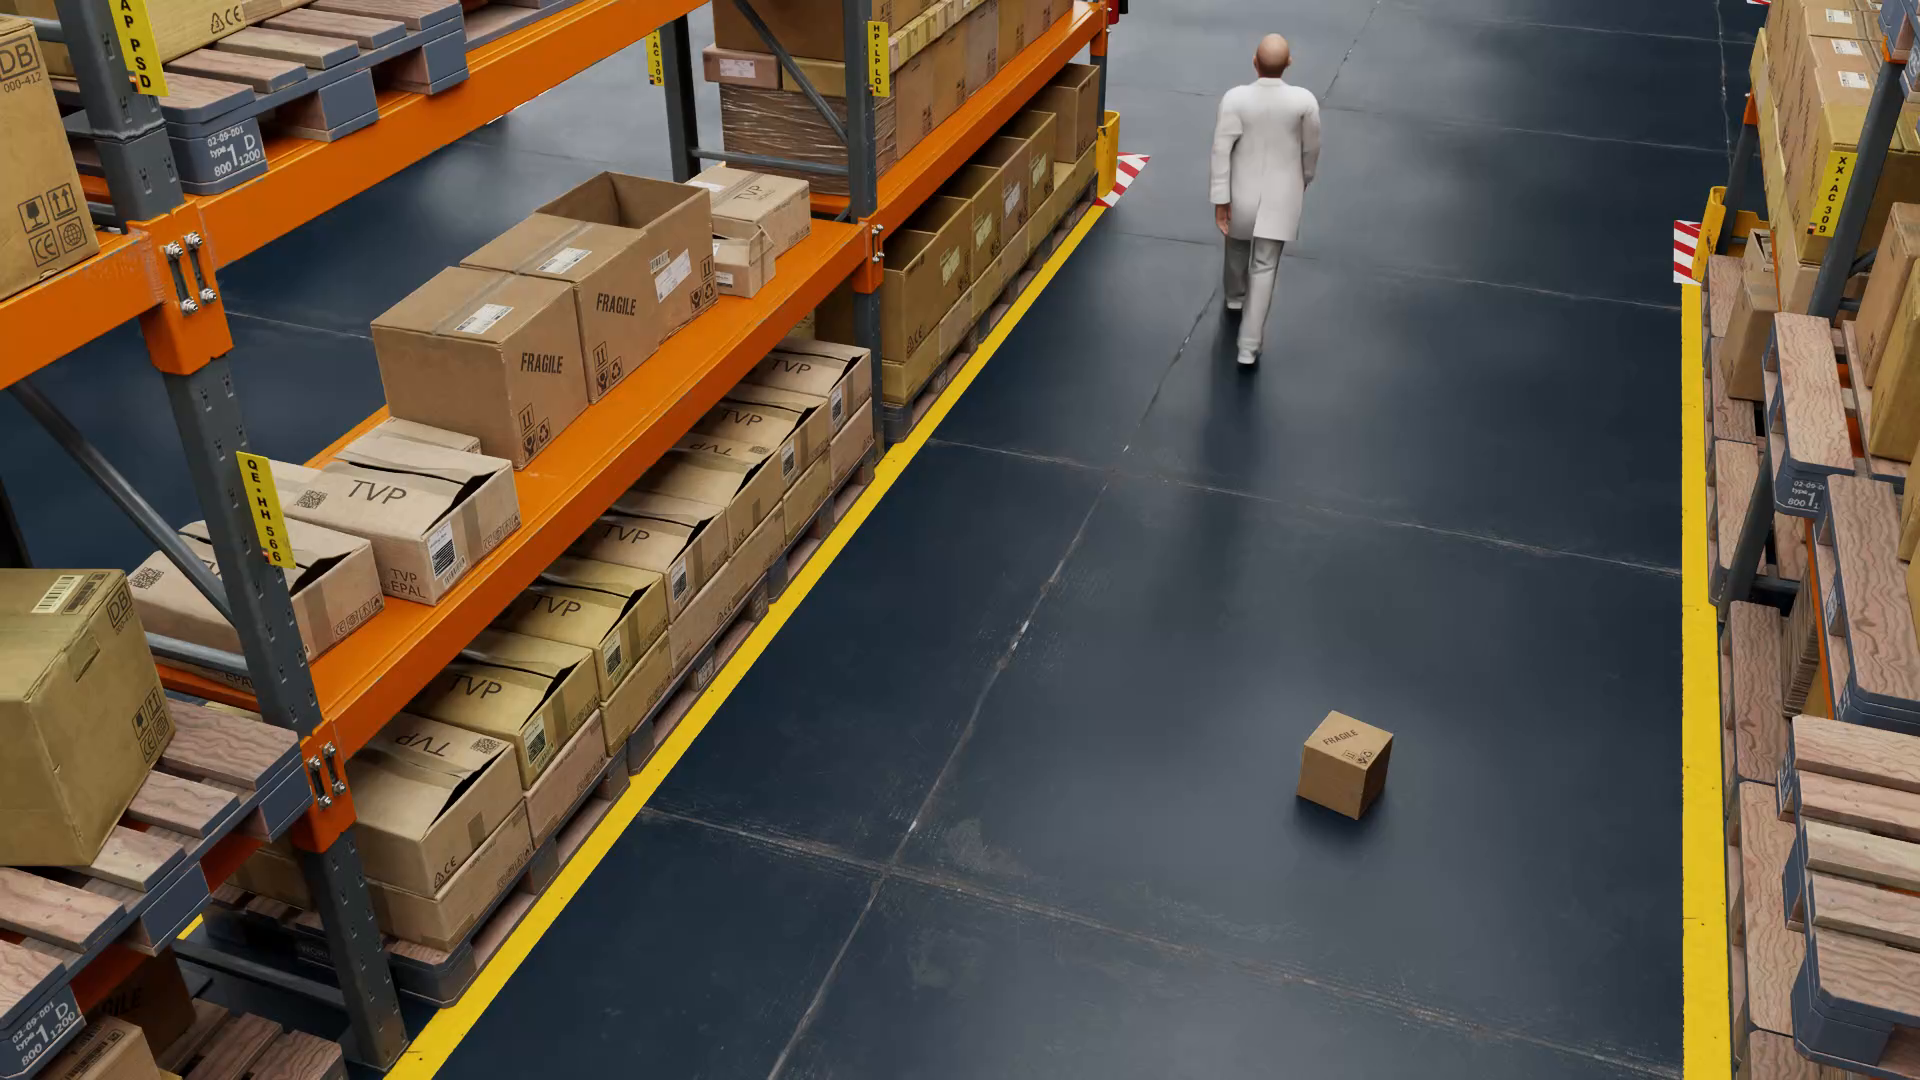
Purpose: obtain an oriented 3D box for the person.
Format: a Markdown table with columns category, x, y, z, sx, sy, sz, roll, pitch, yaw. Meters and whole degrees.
| category | x | y | z | sx | sy | sz | roll | pitch | yaw |
| --- | --- | --- | --- | --- | --- | --- | --- | --- | --- |
| person | 1.674 | -1.951 | 9.152 | 0.564 | 1.724 | 1.085 | 8 | 34 | 12 |
